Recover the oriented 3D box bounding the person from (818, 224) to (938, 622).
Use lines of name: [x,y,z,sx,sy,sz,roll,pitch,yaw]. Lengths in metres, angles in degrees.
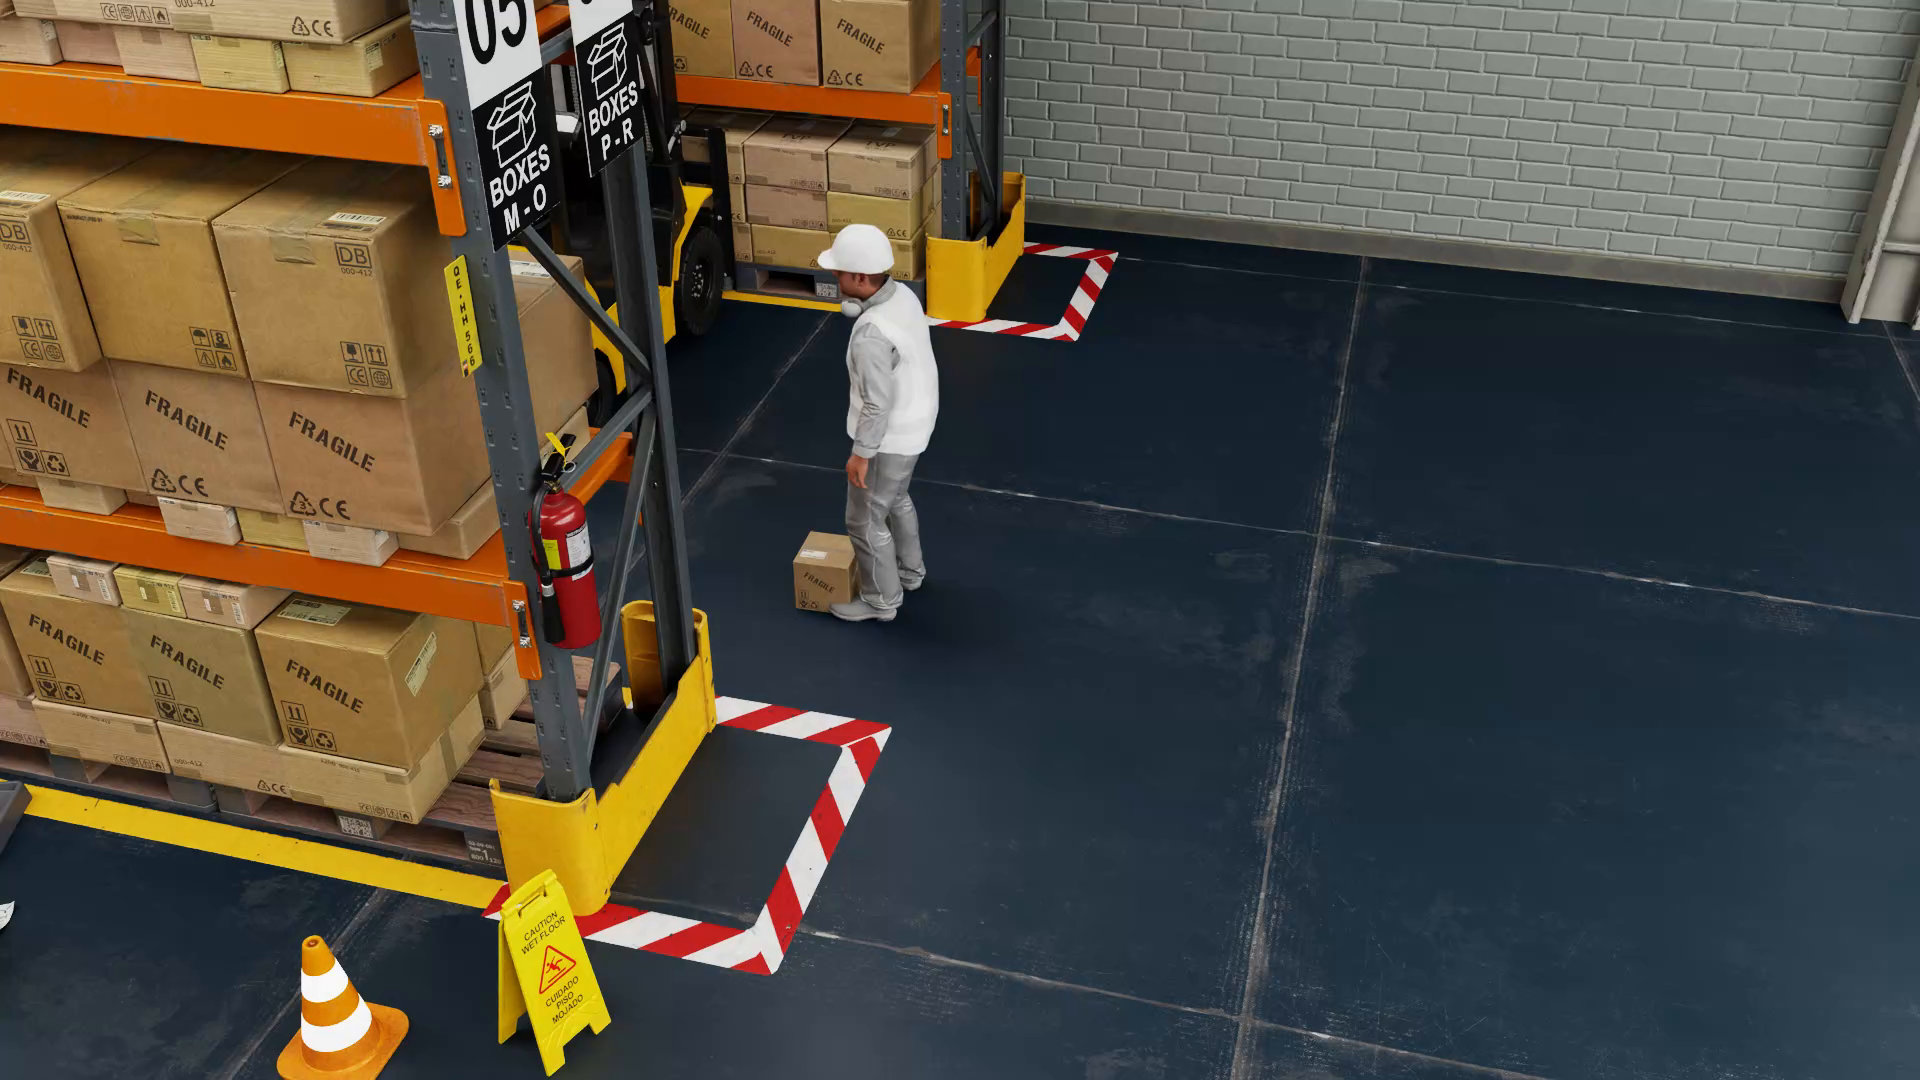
person: [-0.324,-0.459,6.830,0.467,1.773,0.593,7,33,10]
